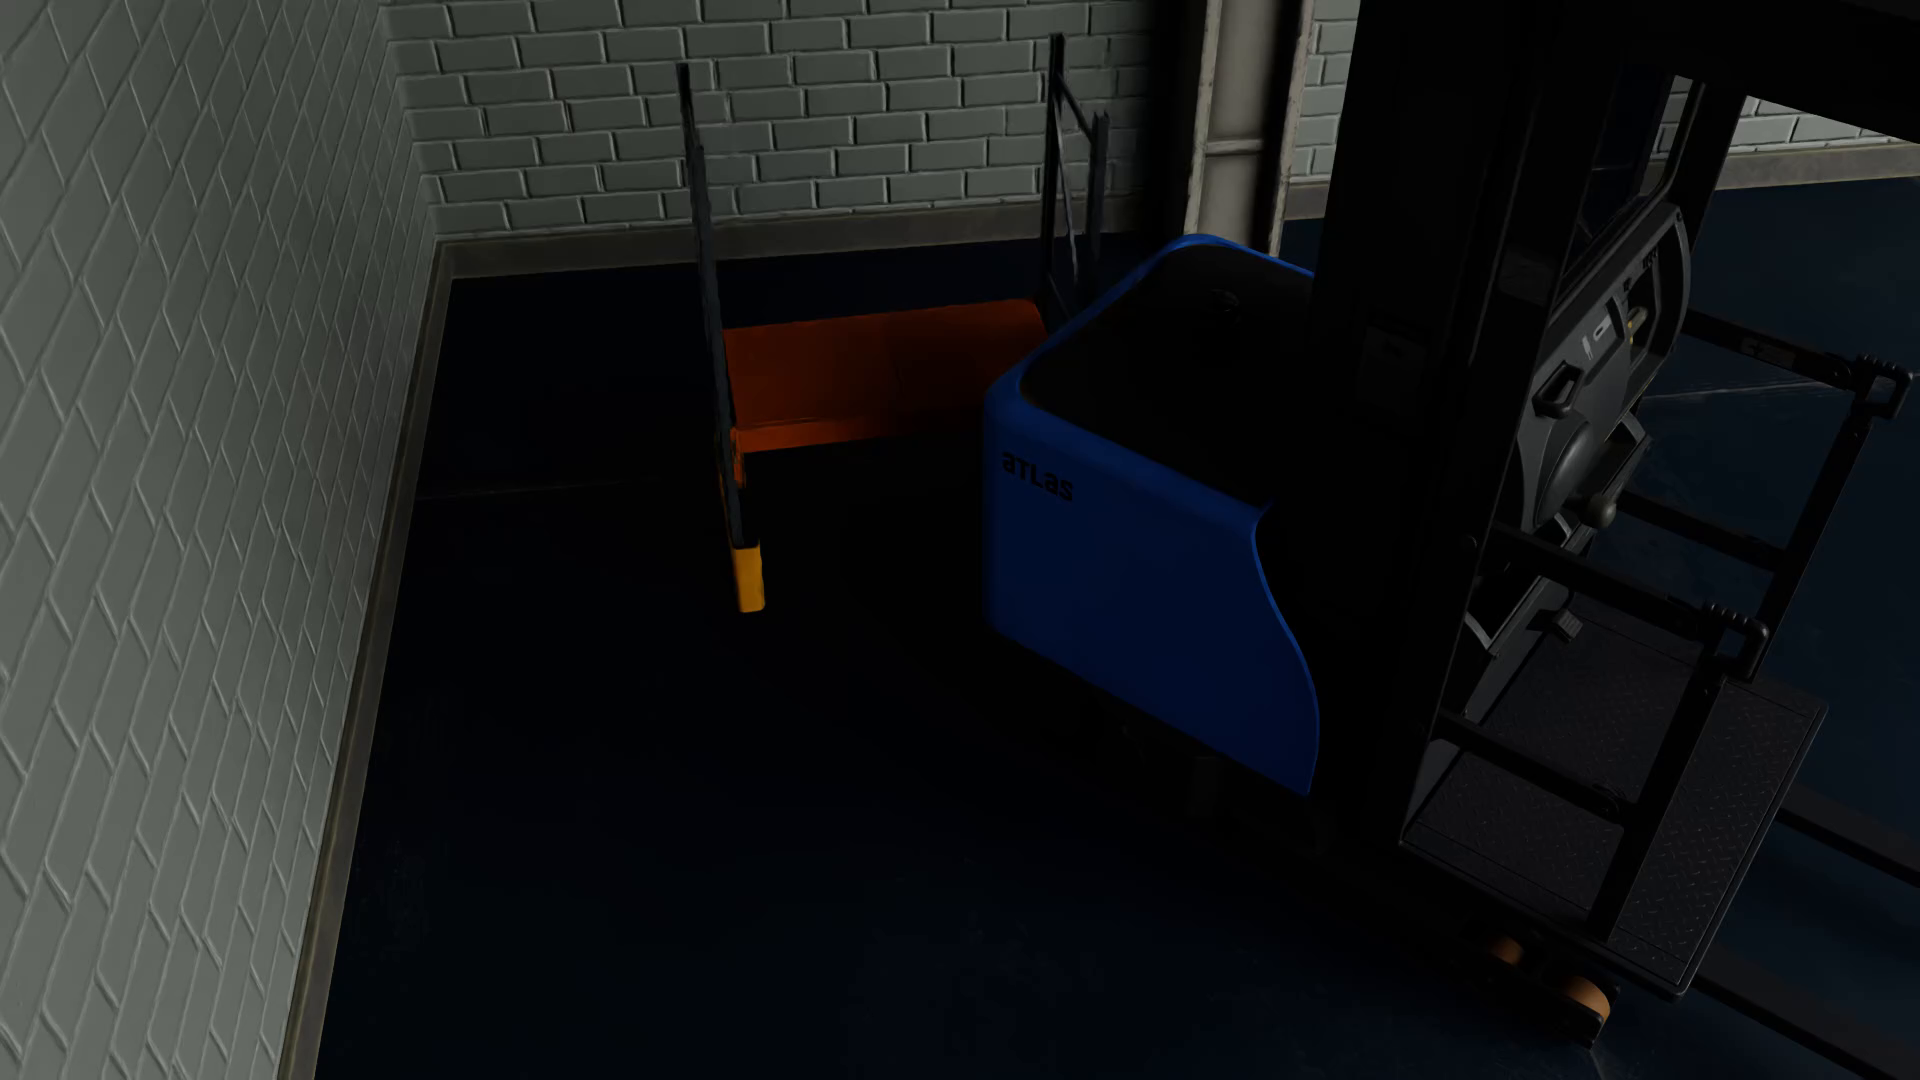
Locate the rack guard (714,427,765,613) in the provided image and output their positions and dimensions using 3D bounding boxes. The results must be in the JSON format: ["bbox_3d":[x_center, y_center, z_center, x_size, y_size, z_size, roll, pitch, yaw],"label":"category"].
[{"bbox_3d":[-0.681,-0.070,5.119,0.087,0.250,0.587,-7,42,-9],"label":"rack guard"}]

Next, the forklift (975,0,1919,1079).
[{"bbox_3d":[1.520,-0.310,3.405,3.031,2.935,1.130,27,49,27],"label":"forklift"}]

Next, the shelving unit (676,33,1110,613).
[{"bbox_3d":[-0.185,-0.599,4.782,1.083,1.500,0.587,-7,42,-9],"label":"shelving unit"}]

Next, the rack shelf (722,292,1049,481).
[{"bbox_3d":[-0.196,-0.464,4.900,1.000,0.185,0.538,-7,42,-9],"label":"rack shelf"}]

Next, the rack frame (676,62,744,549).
[{"bbox_3d":[-0.692,-0.535,4.701,0.032,1.500,0.500,-7,42,-9],"label":"rack frame"}]

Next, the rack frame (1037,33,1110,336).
[{"bbox_3d":[0.304,-0.661,4.860,0.032,1.500,0.500,-7,42,-9],"label":"rack frame"}]

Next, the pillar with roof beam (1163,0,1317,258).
[{"bbox_3d":[1.580,-1.660,0.372,0.400,9.000,9.100,-5,42,-6],"label":"pillar with roof beam"}]
